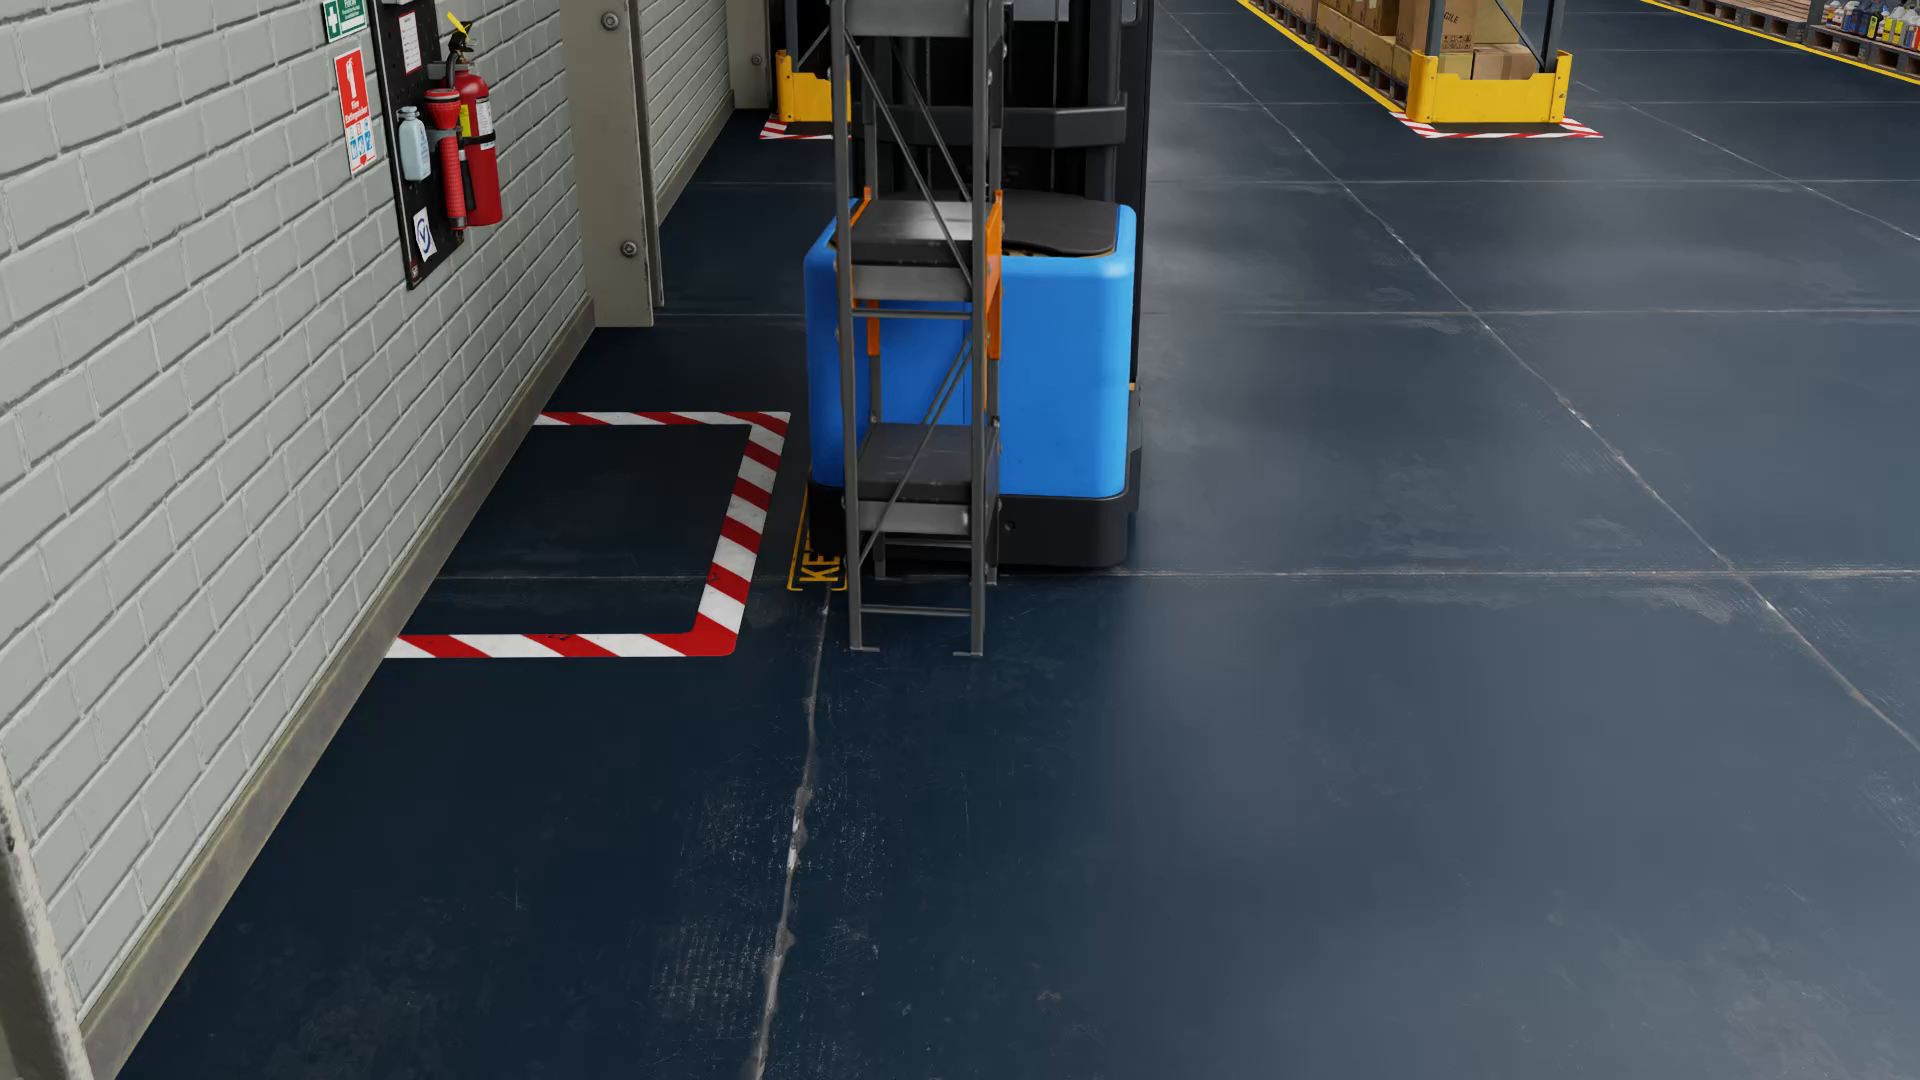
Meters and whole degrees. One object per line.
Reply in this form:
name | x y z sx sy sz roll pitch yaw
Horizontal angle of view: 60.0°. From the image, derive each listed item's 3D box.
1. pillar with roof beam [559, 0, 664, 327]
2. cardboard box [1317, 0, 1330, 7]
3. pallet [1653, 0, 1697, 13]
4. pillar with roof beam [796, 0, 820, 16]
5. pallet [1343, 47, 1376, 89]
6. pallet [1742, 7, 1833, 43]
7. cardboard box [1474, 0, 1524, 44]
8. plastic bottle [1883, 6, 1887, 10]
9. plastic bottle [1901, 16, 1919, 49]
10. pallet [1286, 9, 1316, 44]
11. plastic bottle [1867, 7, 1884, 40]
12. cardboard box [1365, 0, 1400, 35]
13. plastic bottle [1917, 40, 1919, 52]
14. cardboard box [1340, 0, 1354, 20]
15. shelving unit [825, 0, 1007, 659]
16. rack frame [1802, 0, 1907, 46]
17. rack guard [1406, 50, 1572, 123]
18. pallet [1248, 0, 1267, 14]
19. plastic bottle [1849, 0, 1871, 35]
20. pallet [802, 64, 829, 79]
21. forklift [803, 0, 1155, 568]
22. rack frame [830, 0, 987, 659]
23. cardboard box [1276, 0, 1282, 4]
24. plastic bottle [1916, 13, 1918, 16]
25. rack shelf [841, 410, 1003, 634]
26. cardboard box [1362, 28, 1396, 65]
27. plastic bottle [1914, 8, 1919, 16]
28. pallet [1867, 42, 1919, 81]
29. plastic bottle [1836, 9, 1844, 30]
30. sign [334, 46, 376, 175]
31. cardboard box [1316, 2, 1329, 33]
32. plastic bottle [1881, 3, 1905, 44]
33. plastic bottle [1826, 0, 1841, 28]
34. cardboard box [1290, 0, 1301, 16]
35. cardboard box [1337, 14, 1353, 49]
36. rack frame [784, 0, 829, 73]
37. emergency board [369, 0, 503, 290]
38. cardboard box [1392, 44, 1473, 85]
pillar with roof beam | 2.661 -5.231 6.396 9.100 9.000 0.400 0 24 -1
cardboard box | 3.765 -5.426 16.024 0.500 0.500 0.500 0 24 -1
pallet | 8.952 -6.417 19.682 1.003 0.211 1.213 0 24 -1
pillar with roof beam | 2.530 -10.176 17.329 9.100 9.000 0.400 0 24 -1
pallet | 4.056 -4.236 14.859 1.003 0.211 1.213 0 24 -1
pallet | 8.978 -5.412 17.459 1.003 0.211 1.213 0 24 -1
cardboard box | 4.326 -4.398 13.751 0.500 0.500 0.500 0 24 -1
plastic bottle | 8.742 -4.922 15.771 0.097 0.271 0.097 0 24 0
plastic bottle | 8.634 -4.586 15.021 0.152 0.276 0.135 -1 24 -2
pallet | 4.026 -5.371 17.369 1.003 0.211 1.213 0 24 -1
plastic bottle | 8.582 -4.841 15.576 0.061 0.283 0.133 1 24 2
cardboard box | 3.787 -4.602 14.201 0.500 0.500 0.500 0 24 -1
plastic bottle | 8.591 -4.476 14.769 0.061 0.283 0.133 0 24 1
cardboard box | 3.776 -5.014 15.113 0.500 0.500 0.500 0 24 -1
shelving unit | -0.106 -0.714 4.781 0.431 2.100 0.503 3 24 6
rack frame | 9.026 -6.359 16.170 1.000 3.000 0.127 0 24 -1
rack guard | 4.117 -3.541 12.973 1.175 0.500 0.348 0 24 -1
pallet | 3.999 -6.376 19.592 1.003 0.211 1.213 0 24 -1
plastic bottle | 8.620 -5.018 15.885 0.144 0.351 0.185 0 24 1
pallet | -0.811 -3.762 13.811 1.003 0.211 1.213 0 24 -1
forklift | 0.172 -1.818 6.214 1.130 2.935 3.031 3 24 6
rack frame | -0.132 -0.614 4.560 0.400 2.100 0.015 3 24 6
cardboard box | 3.764 -6.075 18.369 0.500 0.250 0.500 0 24 1
plastic bottle | 8.774 -4.742 15.366 0.152 0.276 0.135 0 24 -1
rack shelf | -0.106 -0.064 5.075 0.431 0.518 0.480 3 24 6
cardboard box | 3.790 -4.260 14.356 0.500 0.250 0.500 0 24 -1
plastic bottle | 9.175 -4.964 15.857 0.152 0.276 0.135 0 24 -1
pallet | 9.008 -4.307 15.018 1.003 0.211 1.213 0 24 -1
plastic bottle | 8.593 -5.067 16.176 0.097 0.201 0.097 0 24 0
sign | -1.752 -1.248 4.825 0.001 0.329 0.234 0 24 -1
cardboard box | 3.775 -5.084 16.178 0.500 0.250 0.500 0 24 -1
plastic bottle | 8.626 -4.765 15.326 0.144 0.351 0.185 0 24 -1
plastic bottle | 8.591 -5.183 16.346 0.097 0.271 0.097 0 24 0
cardboard box | 3.775 -5.655 17.440 0.500 0.250 0.500 -1 24 -1
cardboard box | 3.775 -4.672 15.267 0.500 0.250 0.500 0 24 -1
rack frame | -0.837 -4.666 12.427 1.000 3.000 0.127 0 24 -1
emergency board | -1.655 -1.460 5.337 0.194 1.169 0.643 0 24 -1
cardboard box | 3.815 -3.848 13.445 0.500 0.250 0.500 0 24 -1
